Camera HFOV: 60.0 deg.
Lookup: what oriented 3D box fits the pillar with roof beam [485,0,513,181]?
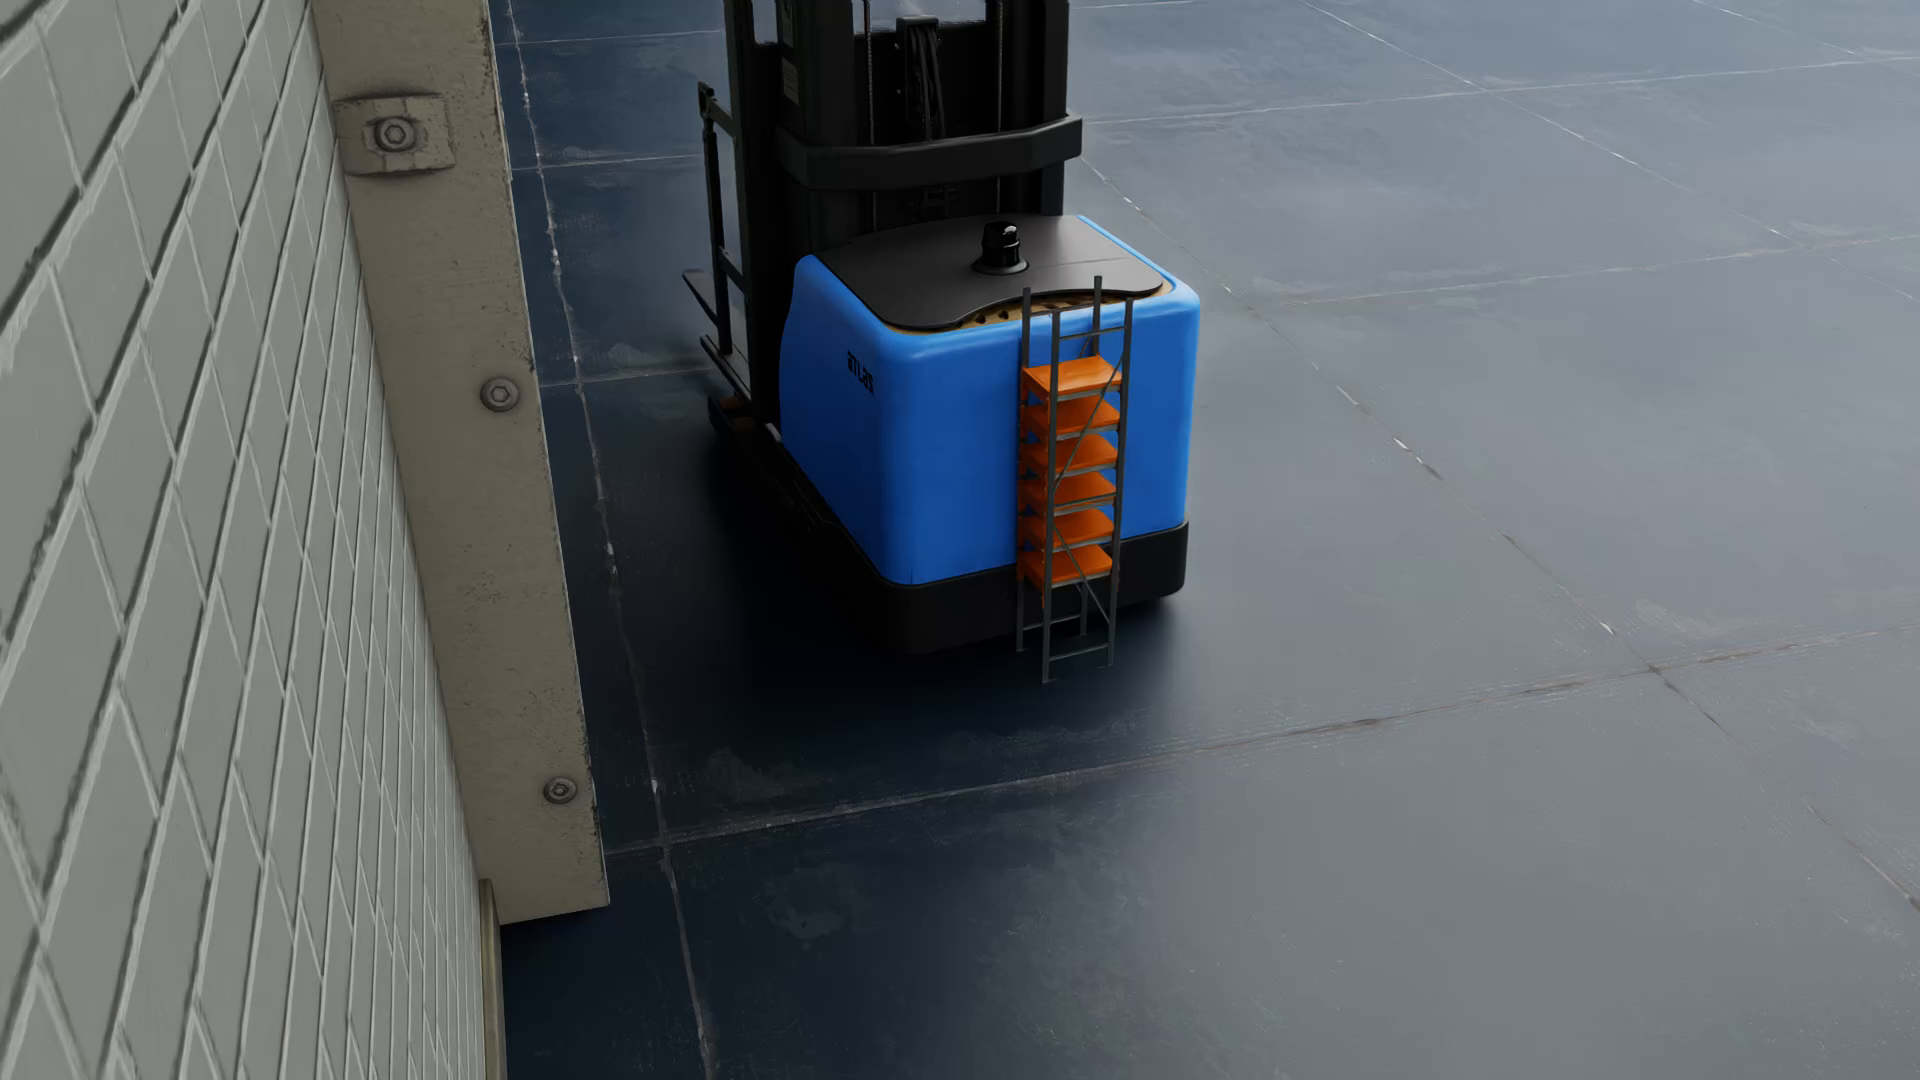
[{"bbox_3d":[1.480,-6.525,8.041,9.100,9.000,0.400,-8,31,-13],"label":"pillar with roof beam"}]

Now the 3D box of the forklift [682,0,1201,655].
[{"bbox_3d":[-0.321,-1.642,5.662,1.130,2.935,3.031,-12,32,-20],"label":"forklift"}]

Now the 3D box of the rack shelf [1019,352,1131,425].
[{"bbox_3d":[0.320,-0.425,4.657,0.258,0.103,0.180,-12,32,-20],"label":"rack shelf"}]

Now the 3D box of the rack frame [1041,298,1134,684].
[{"bbox_3d":[0.356,-0.110,4.742,0.240,1.200,0.006,-12,32,-20],"label":"rack frame"}]

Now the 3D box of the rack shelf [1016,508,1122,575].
[{"bbox_3d":[0.320,-0.010,4.897,0.258,0.103,0.180,-12,32,-20],"label":"rack shelf"}]

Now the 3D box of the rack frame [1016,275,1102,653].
[{"bbox_3d":[0.284,-0.194,4.888,0.240,1.200,0.006,-12,32,-20],"label":"rack frame"}]

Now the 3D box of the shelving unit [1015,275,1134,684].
[{"bbox_3d":[0.320,-0.152,4.815,0.258,1.200,0.189,-12,32,-20],"label":"shelving unit"}]

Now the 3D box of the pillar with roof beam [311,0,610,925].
[{"bbox_3d":[3.072,-3.628,3.034,9.100,9.000,0.400,-8,31,-13],"label":"pillar with roof beam"}]

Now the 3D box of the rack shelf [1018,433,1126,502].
[{"bbox_3d":[0.320,-0.217,4.777,0.258,0.103,0.180,-12,32,-20],"label":"rack shelf"}]

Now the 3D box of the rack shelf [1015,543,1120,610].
[{"bbox_3d":[0.320,0.094,4.957,0.258,0.103,0.180,-12,32,-20],"label":"rack shelf"}]

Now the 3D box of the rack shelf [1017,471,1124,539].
[{"bbox_3d":[0.320,-0.114,4.837,0.258,0.103,0.180,-12,32,-20],"label":"rack shelf"}]

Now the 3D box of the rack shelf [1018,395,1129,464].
[{"bbox_3d":[0.320,-0.321,4.717,0.258,0.103,0.180,-12,32,-20],"label":"rack shelf"}]
